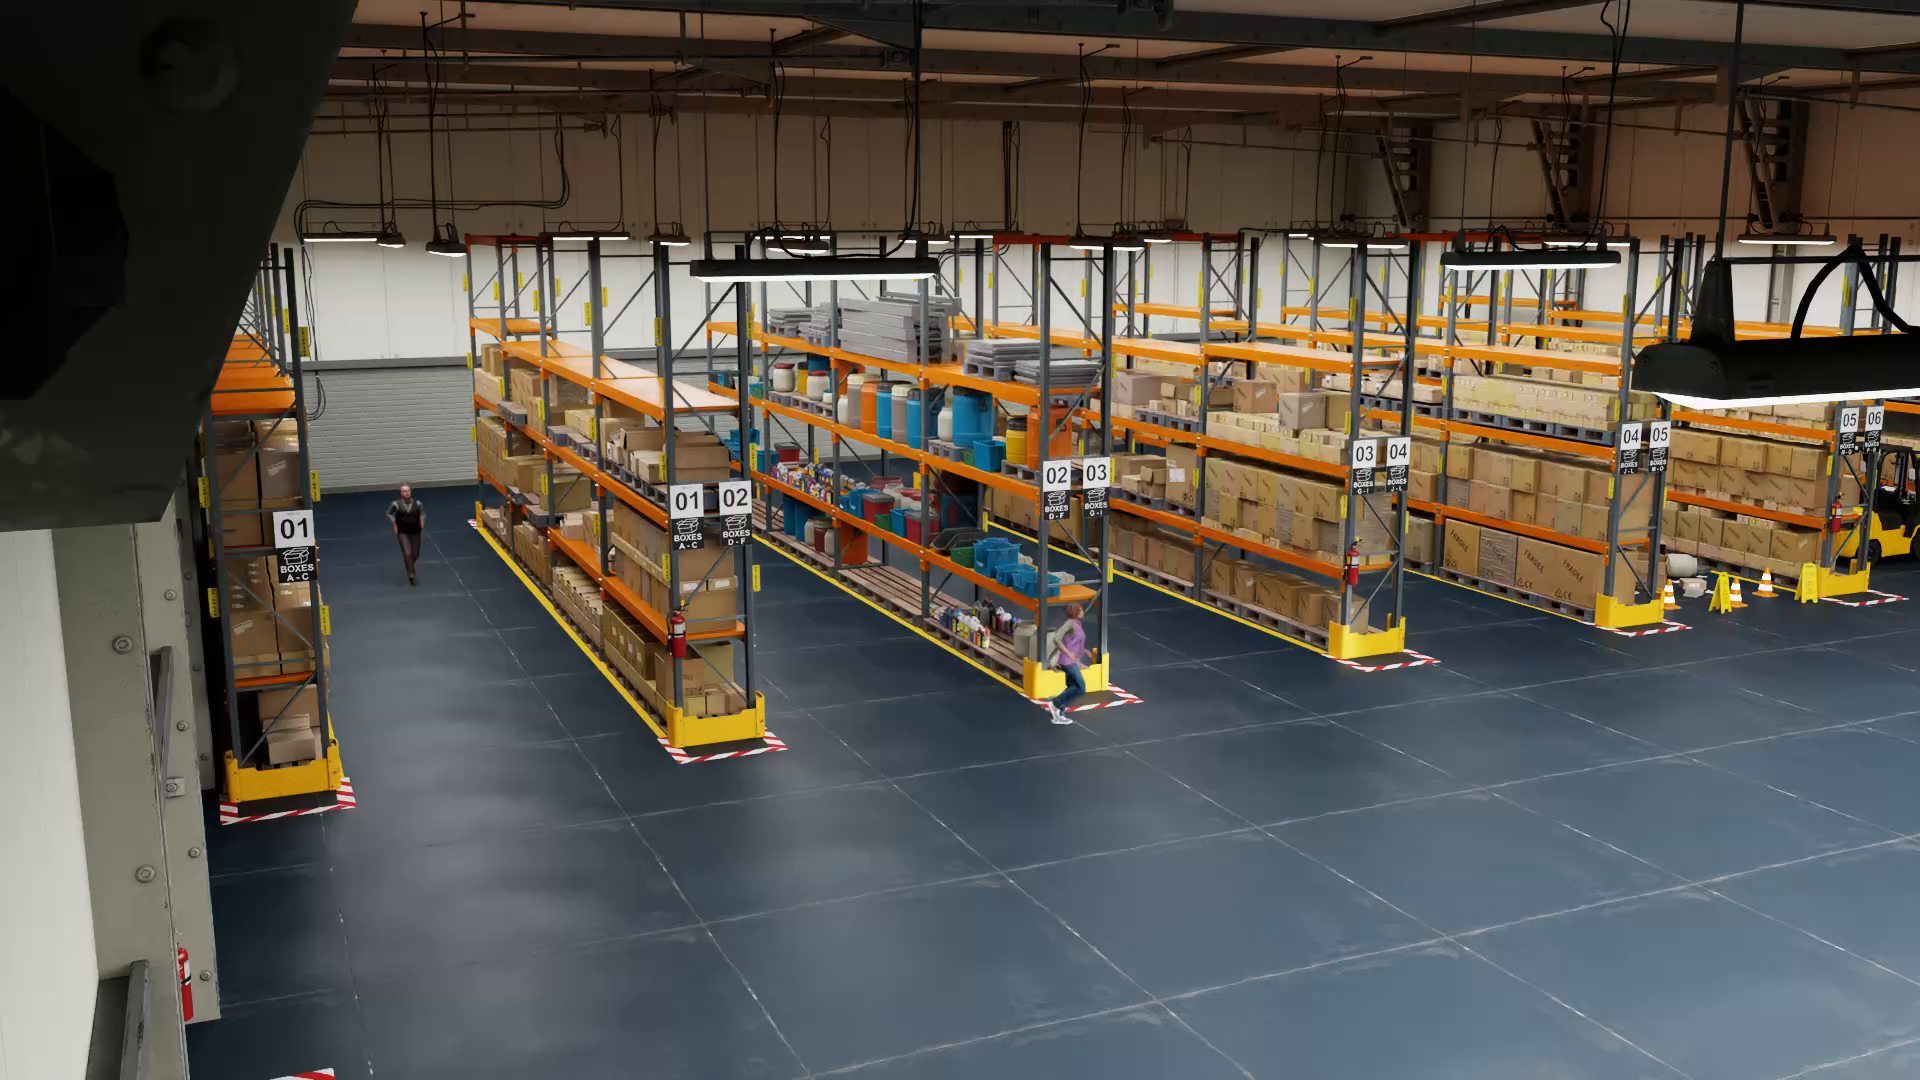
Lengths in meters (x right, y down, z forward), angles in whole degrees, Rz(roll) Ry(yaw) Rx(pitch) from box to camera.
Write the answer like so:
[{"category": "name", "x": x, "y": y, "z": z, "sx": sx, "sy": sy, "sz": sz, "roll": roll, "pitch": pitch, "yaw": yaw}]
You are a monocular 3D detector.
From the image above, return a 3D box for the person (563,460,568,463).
[{"category": "person", "x": -8.646, "y": -1.367, "z": 36.045, "sx": 0.513, "sy": 1.634, "sz": 0.667, "roll": 0, "pitch": 11, "yaw": 2}]

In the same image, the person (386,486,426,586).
[{"category": "person", "x": -9.712, "y": -0.106, "z": 29.259, "sx": 0.662, "sy": 1.720, "sz": 0.868, "roll": -6, "pitch": 13, "yaw": -30}]

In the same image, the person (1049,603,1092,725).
[{"category": "person", "x": 1.419, "y": 1.553, "z": 21.048, "sx": 0.514, "sy": 1.540, "sz": 0.556, "roll": 3, "pitch": 11, "yaw": 16}]
